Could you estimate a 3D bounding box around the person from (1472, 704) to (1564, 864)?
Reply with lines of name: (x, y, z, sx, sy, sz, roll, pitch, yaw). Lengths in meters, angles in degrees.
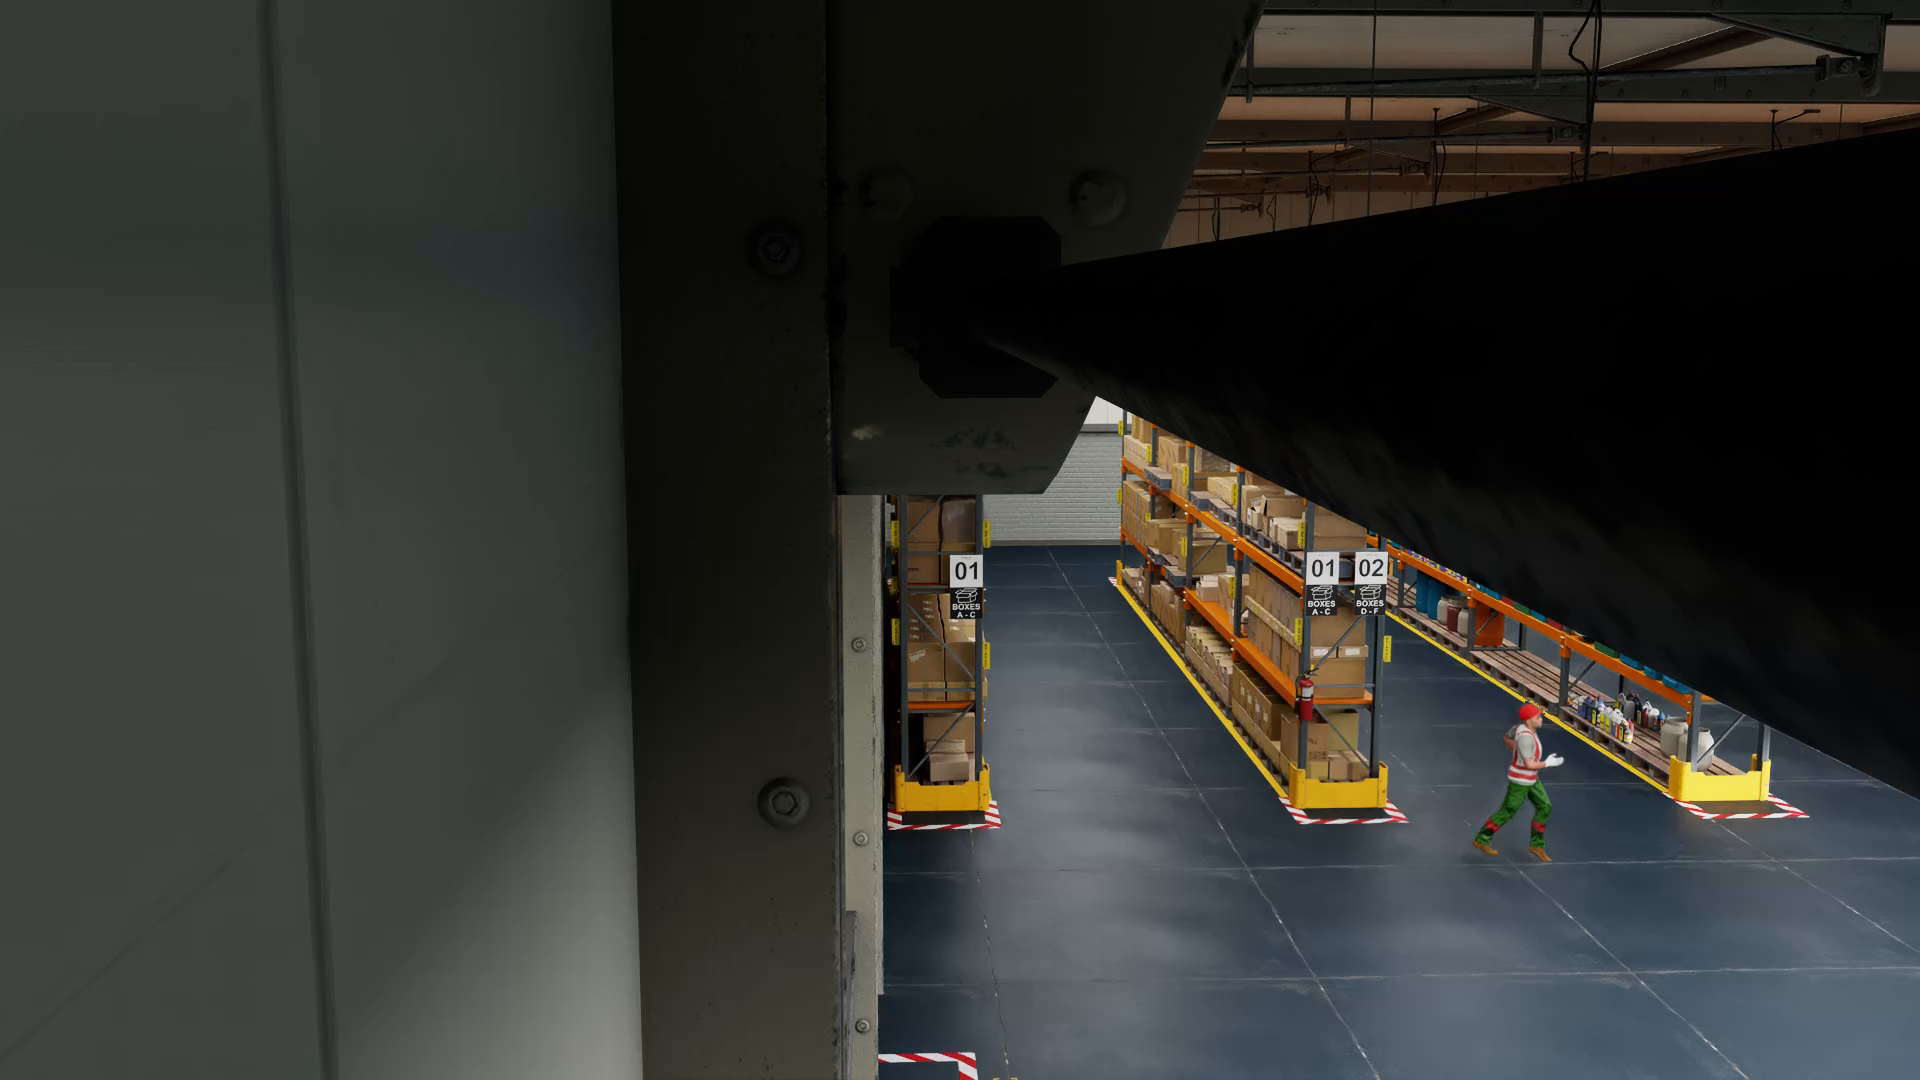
person: (6.268, 2.716, 18.626, 0.922, 1.828, 0.675, 4, 9, 25)
